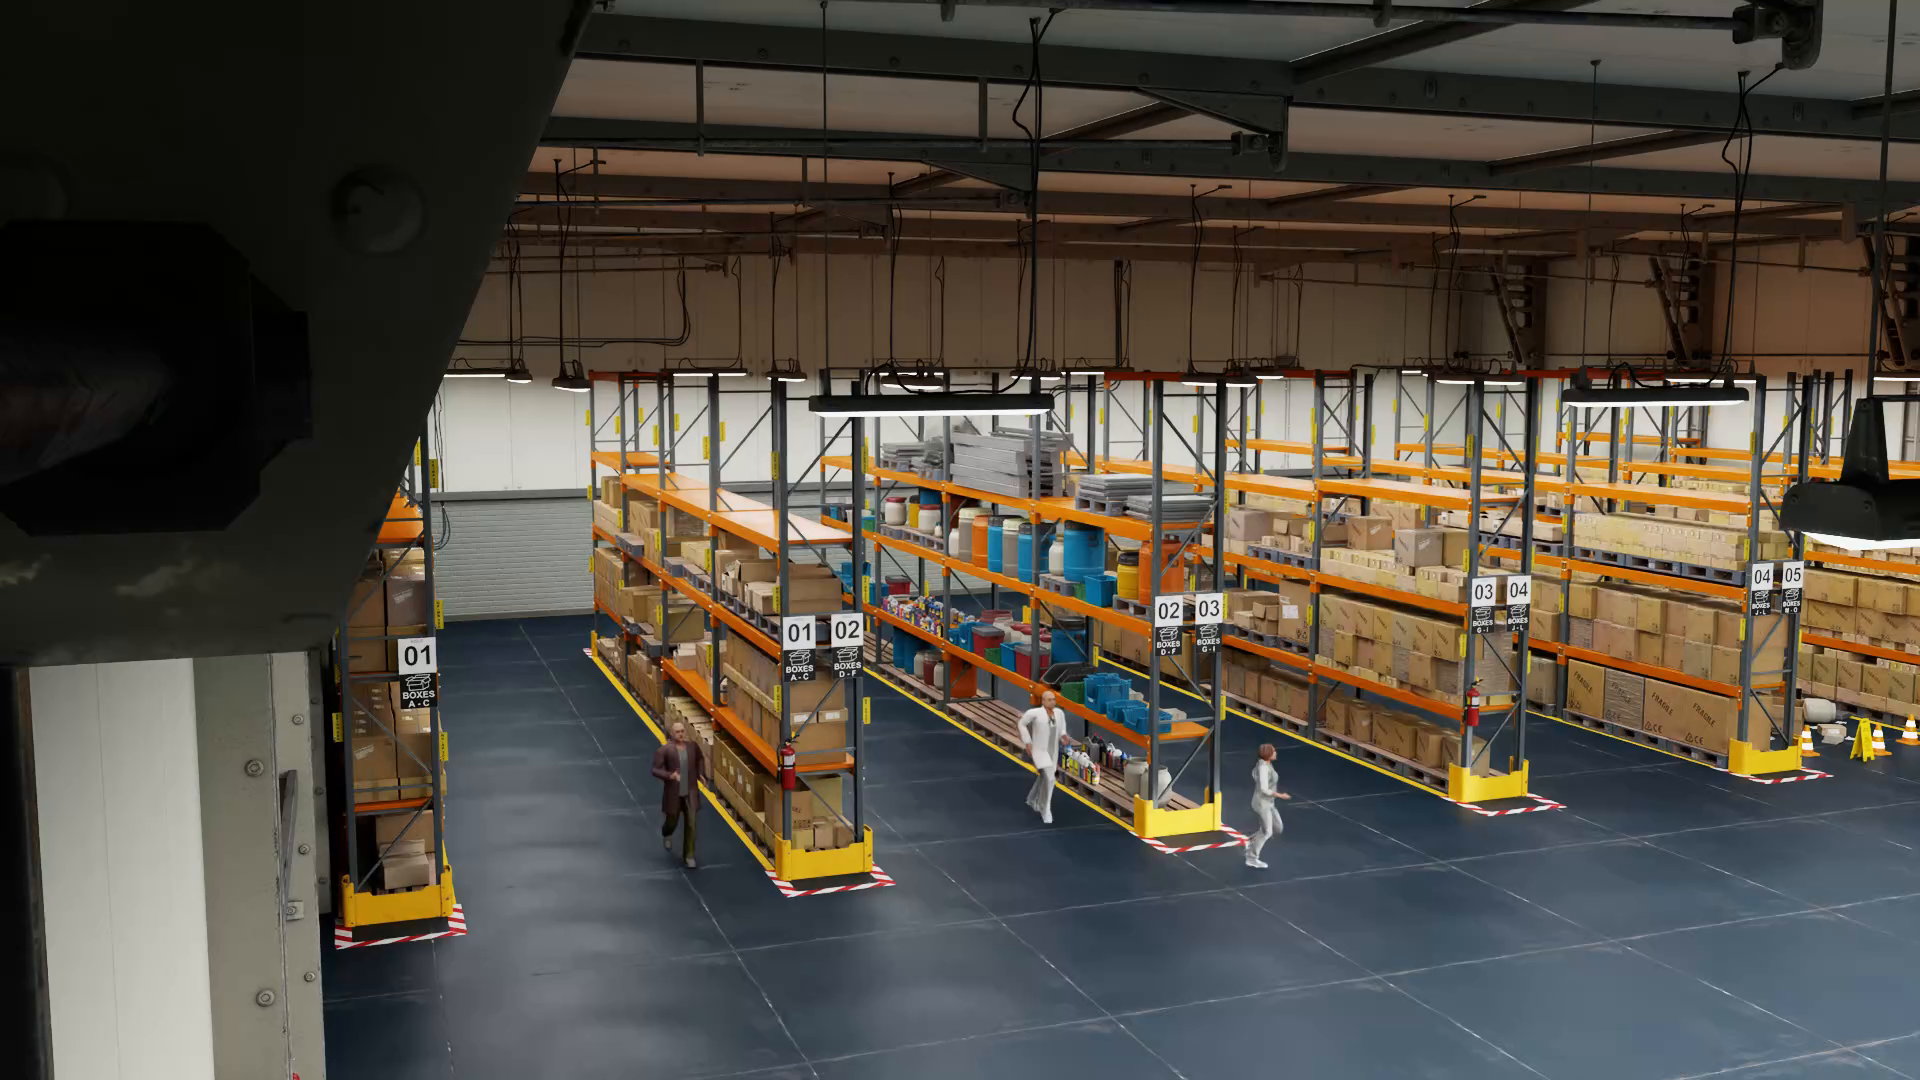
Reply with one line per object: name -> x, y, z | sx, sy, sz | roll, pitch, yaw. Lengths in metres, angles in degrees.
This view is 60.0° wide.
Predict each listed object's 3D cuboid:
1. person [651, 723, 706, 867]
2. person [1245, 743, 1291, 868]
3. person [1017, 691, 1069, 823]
person -> -3.492, 3.144, 20.766 | 0.721, 1.750, 0.958 | -3, 7, -24
person -> 3.806, 3.271, 20.548 | 0.559, 1.564, 0.579 | 2, 7, 13
person -> 1.163, 2.941, 22.687 | 0.613, 1.813, 0.909 | -4, 8, -35
